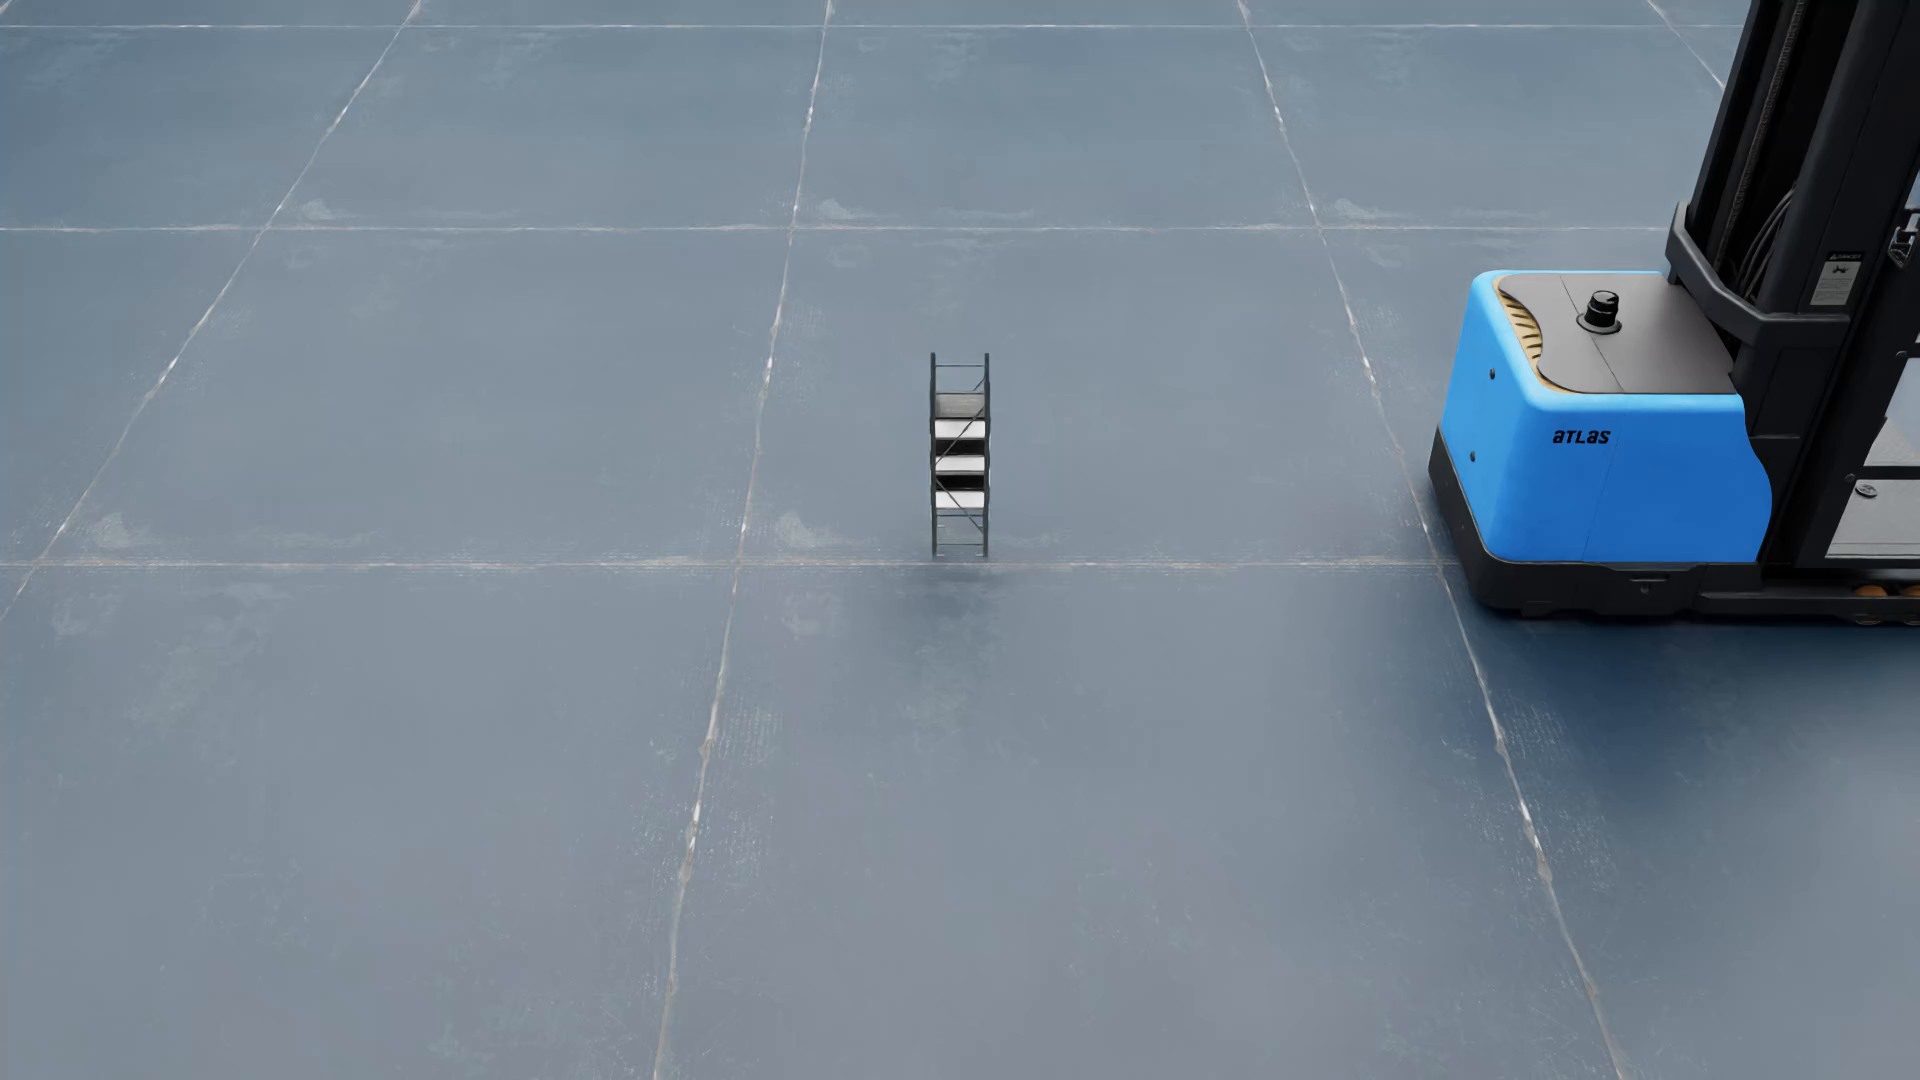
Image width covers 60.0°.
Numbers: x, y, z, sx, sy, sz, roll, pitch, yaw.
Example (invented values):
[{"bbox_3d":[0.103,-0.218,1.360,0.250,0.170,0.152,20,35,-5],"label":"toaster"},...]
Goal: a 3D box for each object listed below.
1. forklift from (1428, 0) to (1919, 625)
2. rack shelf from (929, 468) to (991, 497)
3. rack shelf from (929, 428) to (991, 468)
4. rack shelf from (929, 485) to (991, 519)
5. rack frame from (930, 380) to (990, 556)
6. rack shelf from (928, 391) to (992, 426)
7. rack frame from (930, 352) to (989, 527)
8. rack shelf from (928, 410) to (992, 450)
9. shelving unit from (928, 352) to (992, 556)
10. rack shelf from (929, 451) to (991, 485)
[{"bbox_3d":[3.630,-1.130,6.316,3.031,2.935,1.130,0,39,0],"label":"forklift"},{"bbox_3d":[0.000,-0.250,7.039,0.258,0.077,0.200,0,39,0],"label":"rack shelf"},{"bbox_3d":[0.000,-0.390,6.927,0.258,0.077,0.200,0,39,0],"label":"rack shelf"},{"bbox_3d":[0.000,-0.180,7.096,0.258,0.077,0.200,0,39,0],"label":"rack shelf"},{"bbox_3d":[0.000,-0.282,6.883,0.240,0.900,0.006,0,39,0],"label":"rack frame"},{"bbox_3d":[0.000,-0.531,6.814,0.258,0.077,0.200,0,39,0],"label":"rack shelf"},{"bbox_3d":[0.000,-0.410,7.042,0.240,0.900,0.006,0,39,0],"label":"rack frame"},{"bbox_3d":[0.000,-0.461,6.871,0.258,0.077,0.200,0,39,0],"label":"rack shelf"},{"bbox_3d":[0.000,-0.346,6.962,0.258,0.900,0.210,0,39,0],"label":"shelving unit"},{"bbox_3d":[0.000,-0.320,6.983,0.258,0.077,0.200,0,39,0],"label":"rack shelf"}]
